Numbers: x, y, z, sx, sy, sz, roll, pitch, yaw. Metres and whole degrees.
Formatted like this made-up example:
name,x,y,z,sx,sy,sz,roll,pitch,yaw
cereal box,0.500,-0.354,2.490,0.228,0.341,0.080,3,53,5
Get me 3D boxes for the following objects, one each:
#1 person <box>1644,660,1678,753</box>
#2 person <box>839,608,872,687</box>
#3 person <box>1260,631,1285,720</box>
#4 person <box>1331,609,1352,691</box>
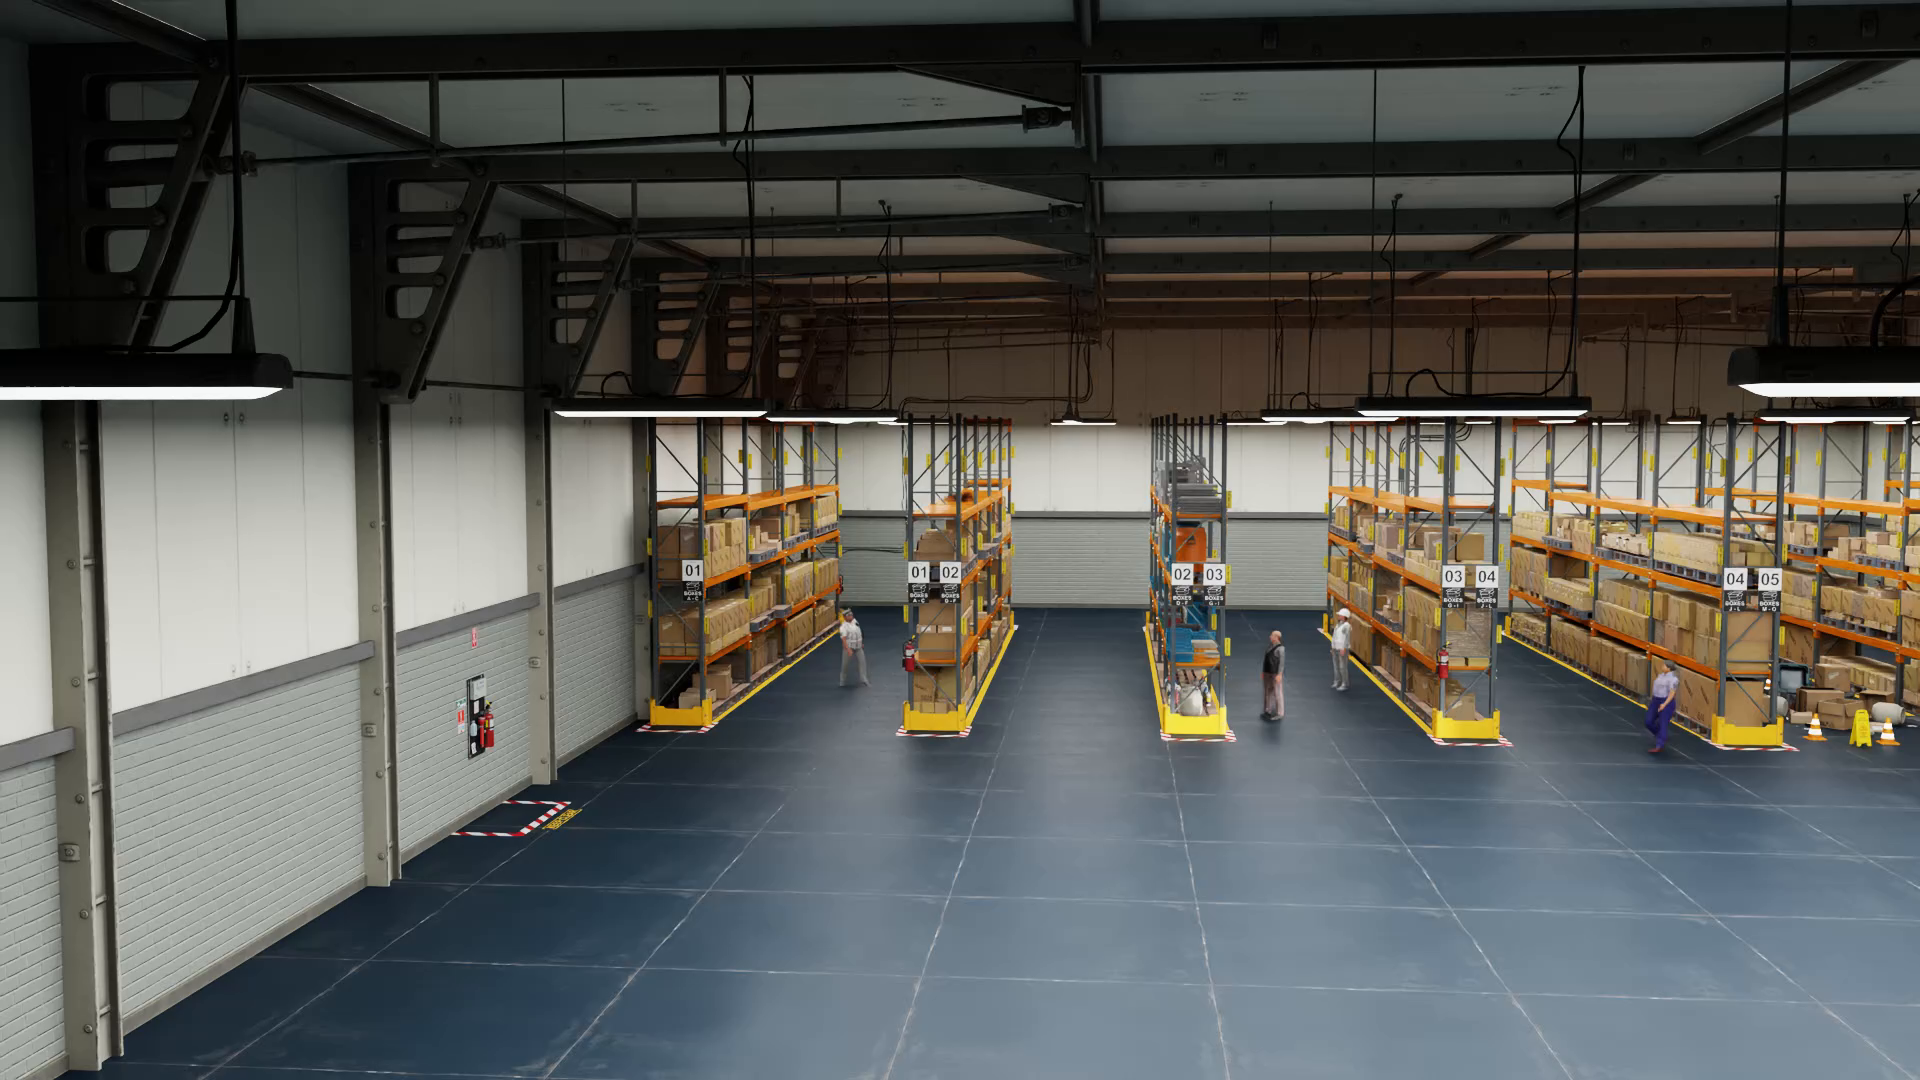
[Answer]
name,x,y,z,sx,sy,sz,roll,pitch,yaw
person,12.369,2.929,29.379,0.576,1.634,0.547,-2,4,-28
person,-2.355,2.408,36.864,0.702,1.814,0.642,-2,5,-32
person,6.165,2.620,32.759,0.417,1.663,0.586,-3,5,-35
person,8.361,2.397,36.467,0.401,1.791,0.570,-2,4,-27
